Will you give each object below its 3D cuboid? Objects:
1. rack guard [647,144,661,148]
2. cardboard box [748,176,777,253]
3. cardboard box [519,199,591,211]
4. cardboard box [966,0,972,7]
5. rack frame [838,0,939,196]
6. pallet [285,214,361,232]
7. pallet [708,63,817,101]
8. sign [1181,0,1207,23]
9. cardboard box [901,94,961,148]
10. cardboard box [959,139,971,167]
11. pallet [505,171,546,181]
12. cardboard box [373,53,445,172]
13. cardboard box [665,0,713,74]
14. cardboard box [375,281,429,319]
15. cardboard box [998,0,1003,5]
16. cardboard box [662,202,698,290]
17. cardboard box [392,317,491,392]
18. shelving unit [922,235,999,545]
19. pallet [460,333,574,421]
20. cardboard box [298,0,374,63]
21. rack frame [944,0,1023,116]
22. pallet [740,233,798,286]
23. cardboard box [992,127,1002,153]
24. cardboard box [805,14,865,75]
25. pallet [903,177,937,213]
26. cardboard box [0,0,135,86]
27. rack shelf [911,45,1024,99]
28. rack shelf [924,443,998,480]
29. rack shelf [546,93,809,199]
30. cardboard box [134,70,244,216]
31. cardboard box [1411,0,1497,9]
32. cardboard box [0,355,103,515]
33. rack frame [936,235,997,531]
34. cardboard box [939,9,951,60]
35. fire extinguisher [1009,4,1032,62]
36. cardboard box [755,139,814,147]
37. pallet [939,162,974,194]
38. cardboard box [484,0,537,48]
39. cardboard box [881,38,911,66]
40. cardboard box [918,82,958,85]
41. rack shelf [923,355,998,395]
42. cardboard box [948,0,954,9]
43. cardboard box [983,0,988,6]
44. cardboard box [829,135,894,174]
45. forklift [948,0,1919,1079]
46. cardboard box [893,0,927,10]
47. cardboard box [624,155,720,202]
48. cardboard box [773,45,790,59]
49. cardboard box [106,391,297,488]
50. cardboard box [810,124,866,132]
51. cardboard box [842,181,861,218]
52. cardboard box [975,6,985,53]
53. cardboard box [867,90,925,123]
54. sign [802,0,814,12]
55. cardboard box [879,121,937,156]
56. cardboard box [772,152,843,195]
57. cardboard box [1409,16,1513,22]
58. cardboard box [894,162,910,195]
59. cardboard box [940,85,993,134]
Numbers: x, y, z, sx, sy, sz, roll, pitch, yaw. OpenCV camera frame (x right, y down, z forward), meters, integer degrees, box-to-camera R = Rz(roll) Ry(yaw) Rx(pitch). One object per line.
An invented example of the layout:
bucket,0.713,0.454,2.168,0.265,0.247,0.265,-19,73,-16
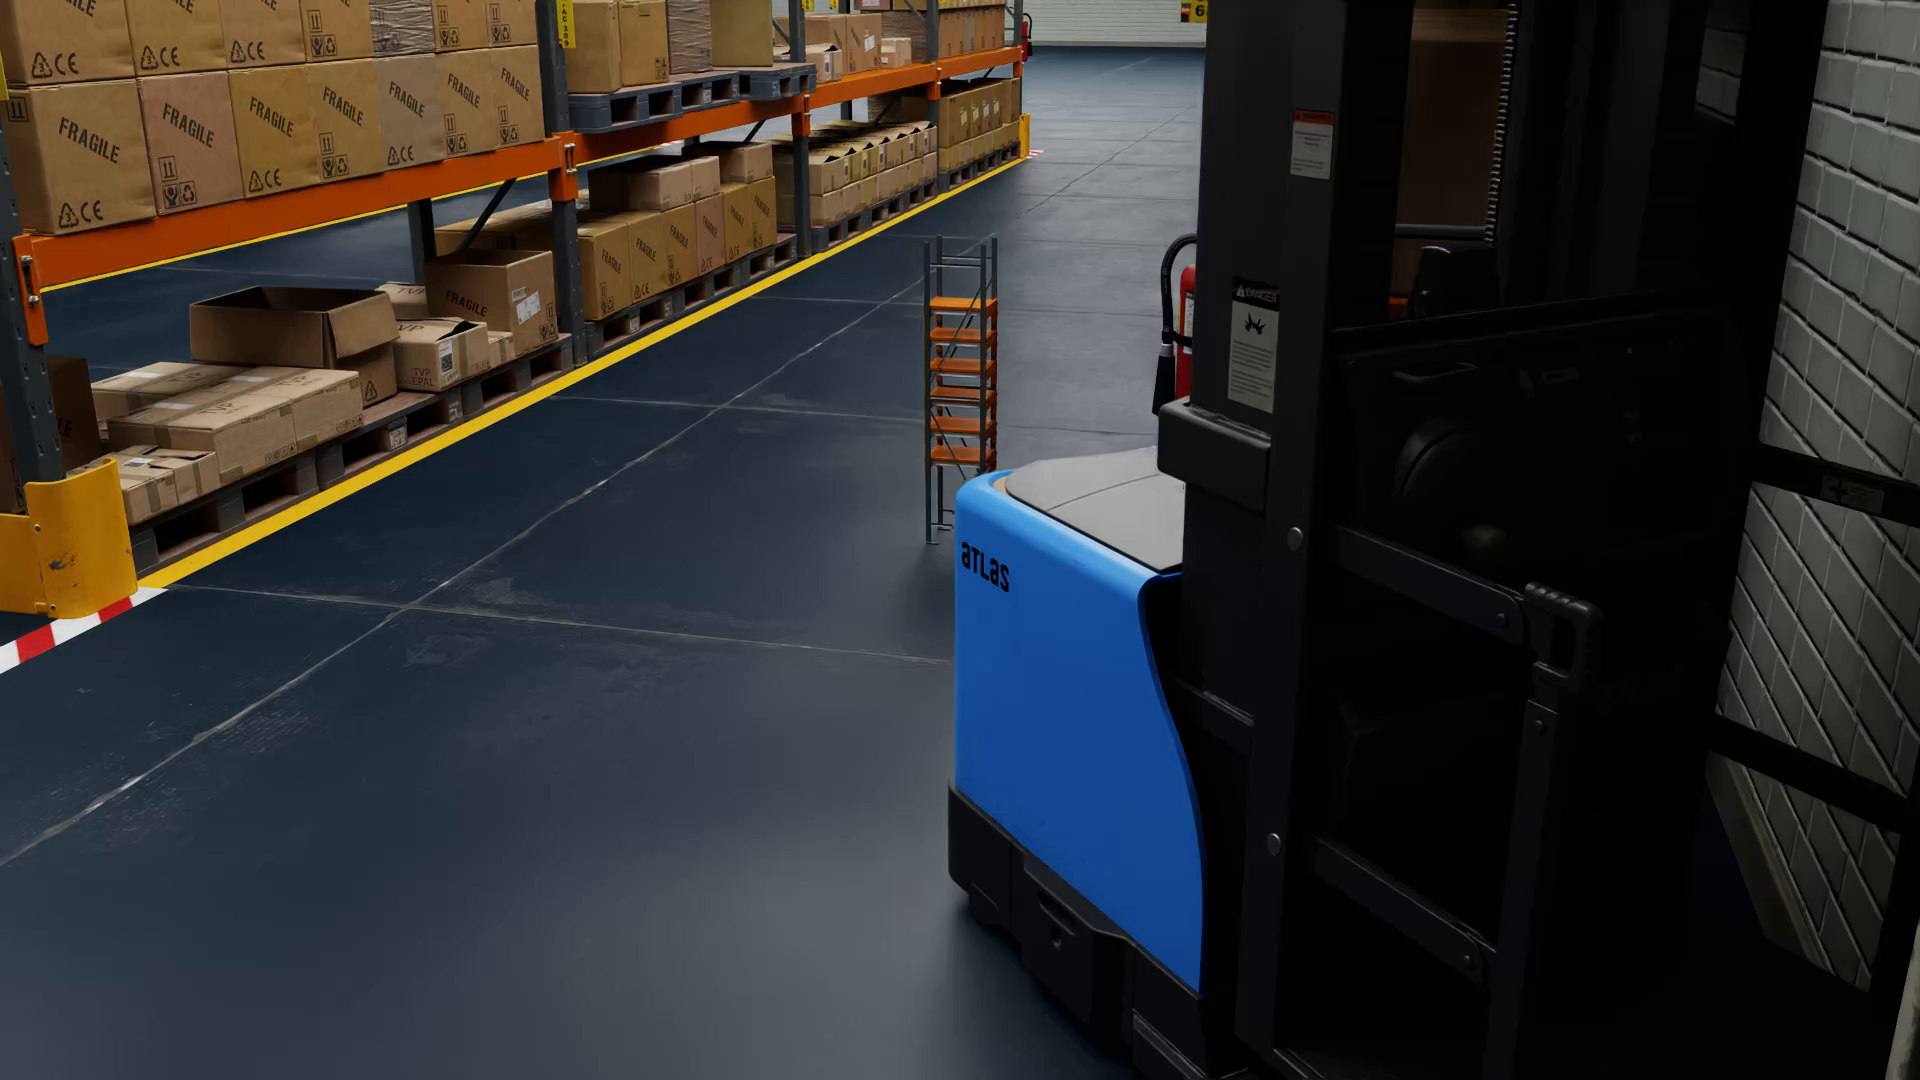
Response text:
rack guard,-4.511,-5.407,21.745,1.175,0.500,0.348,5,19,13
cardboard box,-1.692,-2.432,12.352,0.500,0.500,0.500,5,20,16
cardboard box,-2.574,-1.978,11.025,0.500,0.500,0.500,5,19,14
cardboard box,-0.085,-5.881,18.106,0.380,0.149,0.250,4,19,13
rack frame,-0.713,-4.972,16.603,1.000,3.000,0.127,5,19,13
pallet,-6.266,-3.030,15.233,1.003,0.211,1.213,5,19,13
pallet,-1.788,-3.409,12.325,1.213,0.211,1.003,5,19,13
sign,0.636,-1.528,4.362,0.100,0.325,0.005,5,19,13
cardboard box,-0.297,-4.345,17.211,0.500,0.500,0.500,5,19,13
cardboard box,-0.179,-4.147,17.792,0.500,0.250,0.500,5,19,13
pallet,-5.311,-4.252,18.809,1.003,0.211,1.213,5,19,13
cardboard box,-2.789,-2.012,7.782,0.500,0.500,0.500,5,20,15
cardboard box,-2.144,-3.486,11.449,0.700,0.500,0.500,9,21,24
cardboard box,-2.980,-1.286,9.290,0.500,0.311,0.500,5,19,13
cardboard box,0.293,-6.363,19.517,0.380,0.149,0.250,5,20,15
cardboard box,-2.065,-1.946,10.931,0.500,0.500,0.500,5,19,14
cardboard box,-2.715,-0.964,8.348,0.500,0.311,0.500,5,19,13
shelving unit,0.004,-0.572,6.507,0.258,1.200,0.189,5,19,13
pallet,-2.837,-0.929,9.082,1.003,0.211,1.213,5,19,13
cardboard box,-2.911,-2.329,7.165,0.500,0.500,0.500,4,19,13
rack frame,0.264,-6.225,20.273,1.000,3.000,0.127,5,19,13
pallet,-1.910,-2.167,12.706,1.003,0.211,1.213,5,19,13
cardboard box,0.188,-4.617,19.168,0.500,0.250,0.500,5,19,13
cardboard box,-1.168,-4.457,14.942,0.500,0.500,0.500,5,19,13
pallet,-0.856,-3.418,16.368,1.003,0.211,1.213,5,19,13
cardboard box,-3.281,-1.849,5.759,0.500,0.500,0.500,5,20,15
rack shelf,-0.225,-5.258,18.554,1.077,0.370,4.000,5,19,13
rack shelf,0.004,-0.303,6.599,0.258,0.103,0.180,5,19,13
rack shelf,-2.179,-2.751,11.213,1.077,0.370,4.000,5,19,13
cardboard box,-3.160,-1.538,6.396,0.500,0.500,0.500,4,19,13
cardboard box,2.501,-2.750,8.293,0.500,0.250,0.500,5,20,15
cardboard box,-3.751,-0.426,6.480,0.500,0.500,0.500,5,19,13
rack frame,0.026,-0.601,6.591,0.240,1.200,0.006,5,19,13
cardboard box,-0.489,-5.324,17.481,0.700,0.500,0.500,4,19,13
fire extinguisher,0.743,-6.189,20.287,0.296,0.674,0.183,5,19,13
cardboard box,-1.555,-3.386,14.696,0.500,0.311,0.500,5,19,13
pallet,-0.478,-3.898,17.773,1.003,0.211,1.213,5,19,13
cardboard box,-2.541,-2.806,8.560,0.500,0.500,0.500,5,19,14
cardboard box,-0.791,-4.743,16.165,0.500,0.250,0.500,6,20,17
cardboard box,-0.313,-5.013,19.167,0.500,0.500,0.500,5,19,13
rack shelf,0.004,-0.644,6.483,0.258,0.103,0.180,5,19,13
cardboard box,-0.275,-5.637,17.392,0.380,0.149,0.250,4,19,13
cardboard box,0.103,-6.122,18.811,0.380,0.149,0.250,5,20,15
cardboard box,-0.906,-3.508,15.054,0.500,0.311,0.500,4,19,13
forklift,1.123,-0.175,2.665,1.130,2.935,3.031,-10,21,-27
cardboard box,-0.460,-5.395,16.683,0.380,0.149,0.250,5,19,13
cardboard box,-1.947,-2.447,11.239,0.500,0.250,0.500,4,19,12
cardboard box,-1.560,-3.786,13.270,0.500,0.311,0.500,6,20,17
cardboard box,-3.115,-0.422,6.856,0.500,0.250,0.500,5,19,13
cardboard box,-1.183,-3.868,16.109,0.500,0.311,0.500,4,19,13
cardboard box,-1.156,-2.914,14.183,0.500,0.250,0.500,4,19,12
cardboard box,-0.113,-5.807,18.894,0.700,0.500,0.500,5,19,14
cardboard box,-0.679,-4.542,17.790,0.500,0.500,0.500,5,19,13
sign,-1.162,-4.189,12.641,0.100,0.325,0.005,5,19,13
cardboard box,-0.534,-3.985,16.451,0.500,0.311,0.500,5,19,13
cardboard box,-1.278,-3.022,13.631,0.500,0.311,0.500,5,20,15
cardboard box,1.636,-1.590,6.238,0.980,0.700,0.700,4,19,11
cardboard box,-0.784,-3.398,15.598,0.500,0.250,0.500,5,20,15
cardboard box,0.068,-4.815,18.588,0.500,0.500,0.500,5,19,13
